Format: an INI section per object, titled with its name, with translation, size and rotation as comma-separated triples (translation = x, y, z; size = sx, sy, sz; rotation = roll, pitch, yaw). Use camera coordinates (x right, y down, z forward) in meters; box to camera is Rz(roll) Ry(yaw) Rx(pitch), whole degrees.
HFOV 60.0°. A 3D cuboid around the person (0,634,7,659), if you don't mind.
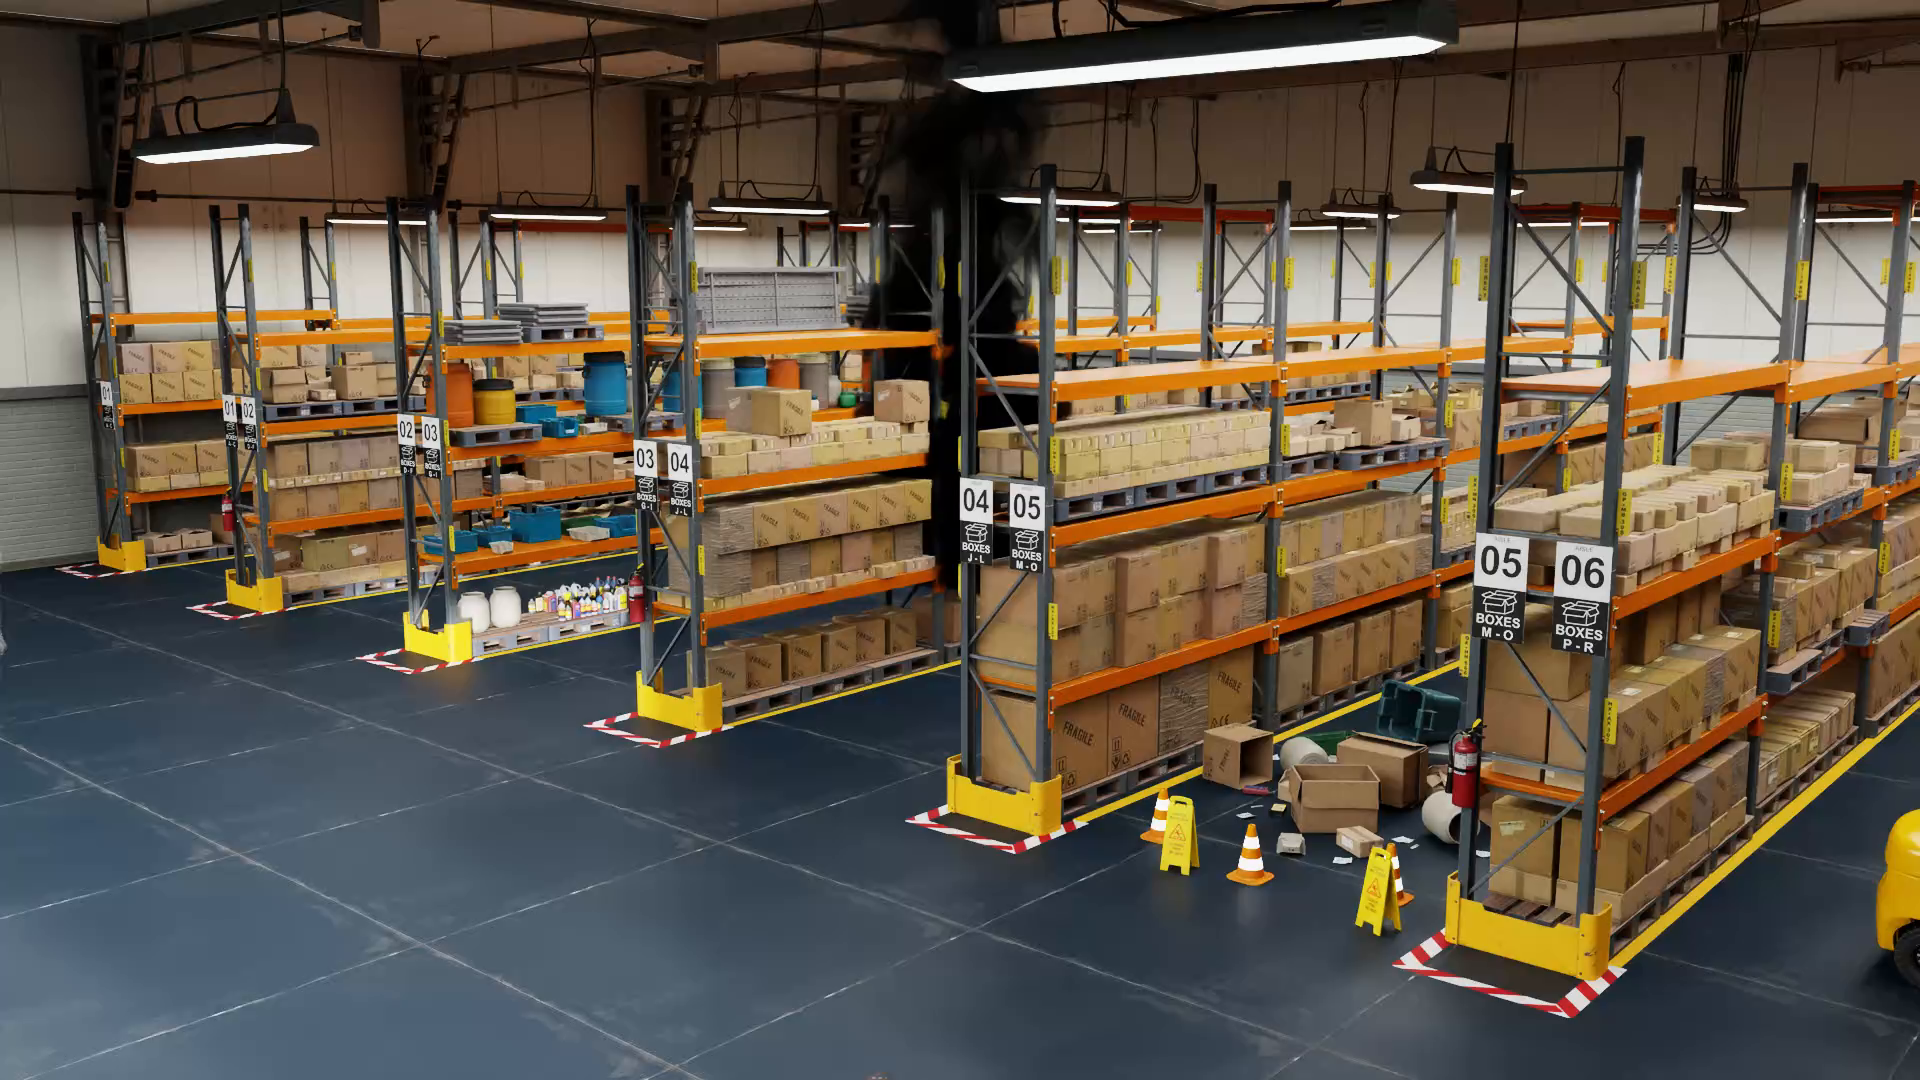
[person]
translation = -10.358, 1.425, 17.462
size = 0.675, 1.738, 0.720
rotation = -7, 12, -36
